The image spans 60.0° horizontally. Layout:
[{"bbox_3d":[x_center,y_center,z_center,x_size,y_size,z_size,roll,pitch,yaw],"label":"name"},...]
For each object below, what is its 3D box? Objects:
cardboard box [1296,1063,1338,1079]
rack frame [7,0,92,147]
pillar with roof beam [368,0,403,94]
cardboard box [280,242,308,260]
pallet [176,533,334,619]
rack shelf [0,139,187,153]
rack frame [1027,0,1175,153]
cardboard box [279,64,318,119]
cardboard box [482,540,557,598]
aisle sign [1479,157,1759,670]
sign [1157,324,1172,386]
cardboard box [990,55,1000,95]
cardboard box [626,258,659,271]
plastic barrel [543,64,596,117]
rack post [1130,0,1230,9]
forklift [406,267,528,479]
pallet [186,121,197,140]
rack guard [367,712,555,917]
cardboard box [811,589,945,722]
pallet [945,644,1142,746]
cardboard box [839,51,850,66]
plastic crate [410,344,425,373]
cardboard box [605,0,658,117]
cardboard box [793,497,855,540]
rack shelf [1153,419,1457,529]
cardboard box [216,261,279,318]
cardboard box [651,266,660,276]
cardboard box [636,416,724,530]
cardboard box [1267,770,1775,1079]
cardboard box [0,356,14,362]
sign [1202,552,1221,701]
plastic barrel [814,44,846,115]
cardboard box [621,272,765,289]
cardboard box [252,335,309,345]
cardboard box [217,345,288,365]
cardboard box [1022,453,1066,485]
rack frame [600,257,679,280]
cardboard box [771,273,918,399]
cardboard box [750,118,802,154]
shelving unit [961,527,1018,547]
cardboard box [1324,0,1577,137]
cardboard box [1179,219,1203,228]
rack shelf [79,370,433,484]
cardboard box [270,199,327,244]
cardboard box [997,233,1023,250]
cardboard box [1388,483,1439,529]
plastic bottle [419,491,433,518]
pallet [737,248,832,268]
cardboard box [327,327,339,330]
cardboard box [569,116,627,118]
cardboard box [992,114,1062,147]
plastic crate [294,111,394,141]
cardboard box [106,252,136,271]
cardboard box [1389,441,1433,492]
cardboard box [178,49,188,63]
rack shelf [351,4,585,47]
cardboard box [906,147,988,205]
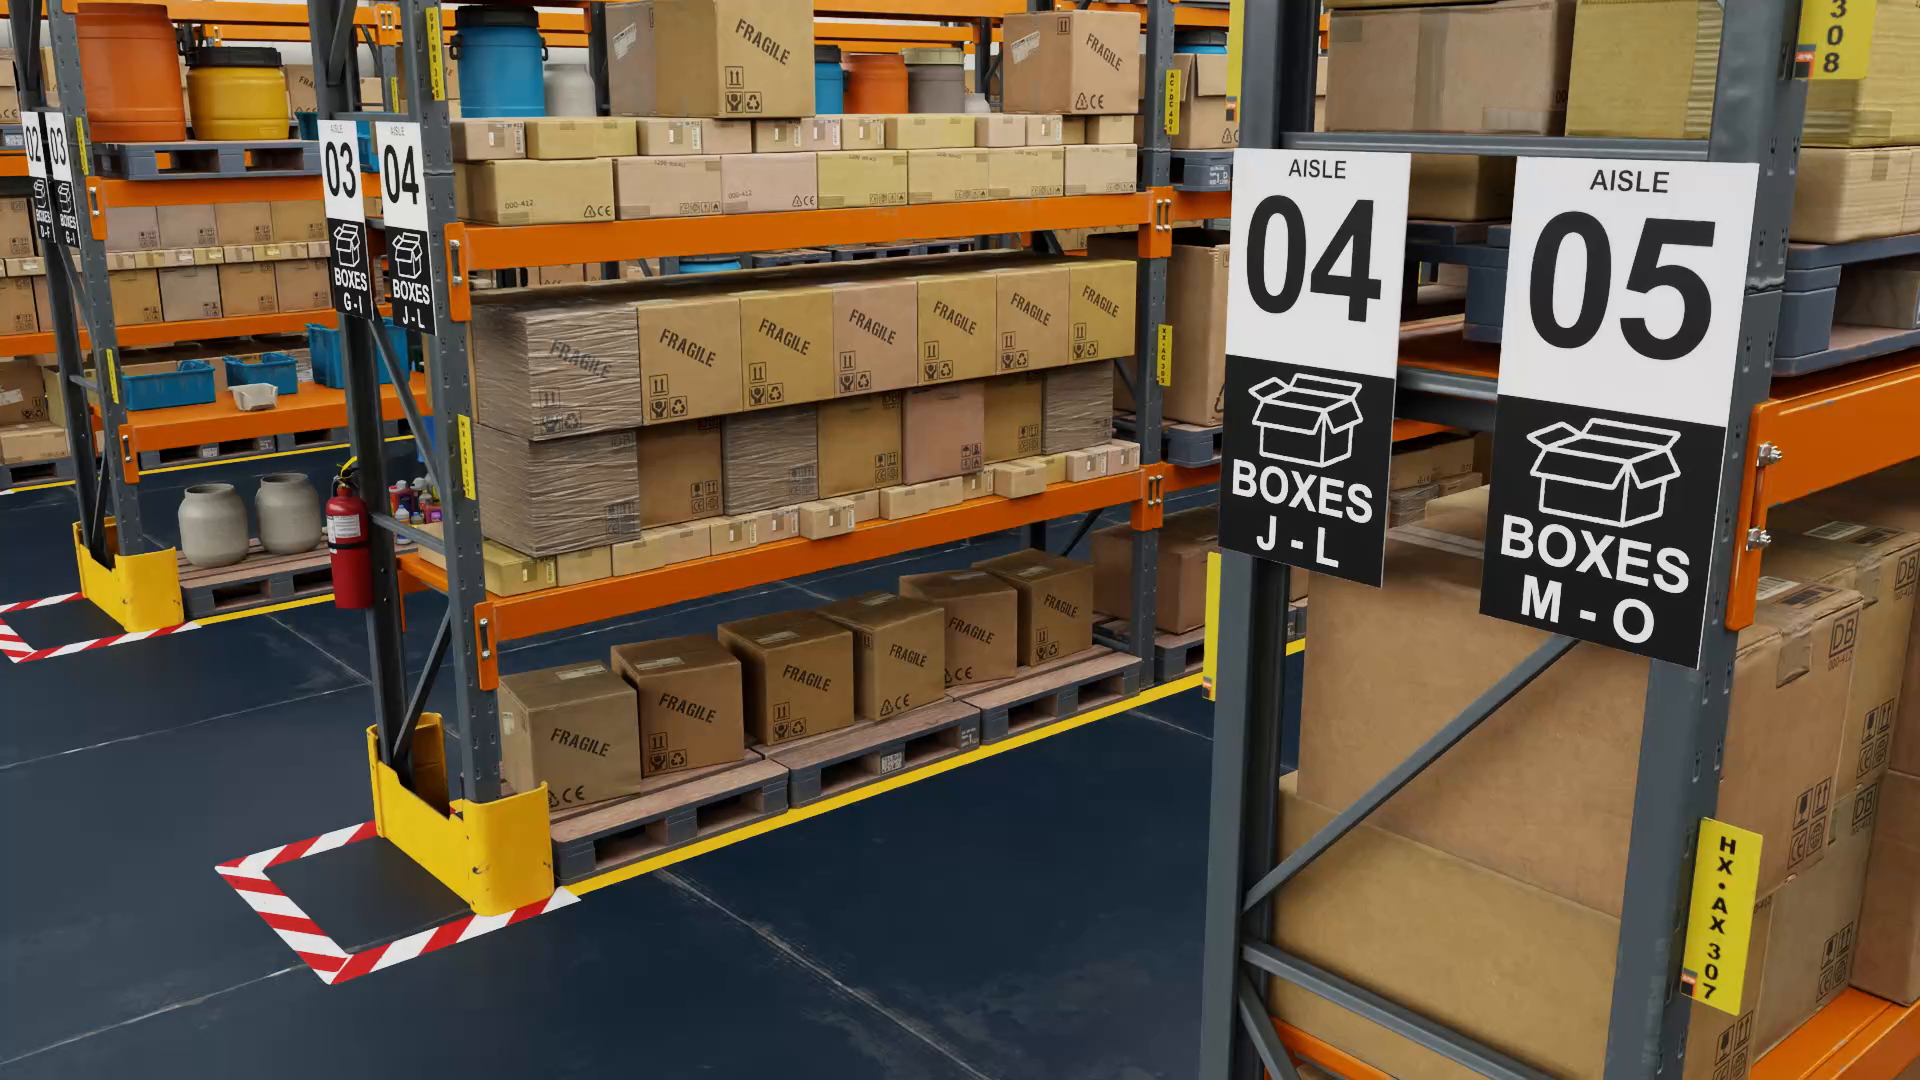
[{"bbox_3d":[1.372,1.669,3.992,0.875,0.875,0.875,-13,19,-39],"label":"cardboard box"},{"bbox_3d":[-5.527,-3.872,9.808,0.127,3.000,1.000,-13,19,-39],"label":"rack frame"},{"bbox_3d":[-4.718,-6.266,18.771,0.400,9.000,9.100,-13,19,-39],"label":"pillar with roof beam"},{"bbox_3d":[-6.404,-2.759,15.816,0.250,0.149,0.380,-13,20,-39],"label":"cardboard box"},{"bbox_3d":[-4.884,0.215,11.536,1.213,0.211,1.003,-13,19,-39],"label":"pallet"},{"bbox_3d":[-10.522,-4.343,18.777,4.000,0.370,1.077,-13,19,-39],"label":"rack shelf"},{"bbox_3d":[0.742,-3.585,8.735,0.127,3.000,1.000,-13,19,-39],"label":"rack frame"},{"bbox_3d":[-6.311,-4.350,16.132,0.500,0.500,0.500,-11,18,-35],"label":"cardboard box"},{"bbox_3d":[-1.904,0.110,7.012,0.250,0.149,0.380,-13,19,-39],"label":"cardboard box"},{"bbox_3d":[1.047,-0.212,2.694,0.004,0.787,0.394,-13,19,-39],"label":"aisle sign"},{"bbox_3d":[1.104,-1.001,9.007,0.005,0.325,0.100,-13,19,-39],"label":"sign"},{"bbox_3d":[0.619,-6.042,21.613,0.500,0.500,0.700,-13,19,-39],"label":"cardboard box"},{"bbox_3d":[-3.543,-3.137,18.854,0.500,0.311,0.500,-13,20,-40],"label":"cardboard box"},{"bbox_3d":[-2.963,-3.323,12.534,0.421,0.512,0.421,0,15,0],"label":"plastic barrel"},{"bbox_3d":[2.082,-5.296,16.107,0.954,0.300,0.937,-10,18,-33],"label":"rack post"},{"bbox_3d":[-4.508,-2.172,15.203,1.130,2.935,3.031,-5,16,-17],"label":"forklift"},{"bbox_3d":[-7.305,-3.667,15.027,1.213,0.211,1.003,-13,19,-39],"label":"pallet"},{"bbox_3d":[-2.218,1.185,7.343,0.348,0.500,1.175,-13,19,-39],"label":"rack guard"},{"bbox_3d":[-0.430,0.597,8.733,0.500,0.500,0.500,14,20,42],"label":"cardboard box"},{"bbox_3d":[0.258,0.781,9.417,1.213,0.211,1.003,-13,19,-39],"label":"pallet"},{"bbox_3d":[-1.638,-5.520,19.658,0.500,0.500,0.500,-13,19,-39],"label":"cardboard box"},{"bbox_3d":[-3.719,-1.374,12.491,0.662,0.188,0.450,-13,19,-39],"label":"plastic crate"},{"bbox_3d":[-1.272,-2.204,7.637,0.500,0.500,0.500,-13,19,-39],"label":"cardboard box"},{"bbox_3d":[-0.709,-0.125,7.893,0.250,0.149,0.380,-13,19,-39],"label":"cardboard box"},{"bbox_3d":[2.251,-0.678,10.871,4.000,0.370,1.077,-13,19,-39],"label":"rack shelf"},{"bbox_3d":[-6.863,-2.413,15.778,0.500,0.500,0.700,-12,19,-39],"label":"cardboard box"},{"bbox_3d":[-3.238,-2.966,18.529,0.250,0.149,0.380,-13,19,-39],"label":"cardboard box"},{"bbox_3d":[-1.544,-0.397,7.655,0.500,0.500,0.875,-13,19,-39],"label":"cardboard box"},{"bbox_3d":[1.154,0.829,3.542,0.550,0.550,0.875,-13,19,-39],"label":"cardboard box"},{"bbox_3d":[-11.019,-2.012,18.828,0.500,0.311,0.500,-11,18,-35],"label":"cardboard box"},{"bbox_3d":[0.558,0.192,3.518,0.005,0.325,0.100,-13,19,-39],"label":"sign"},{"bbox_3d":[-1.281,-3.693,13.978,0.708,0.901,0.600,-13,19,-39],"label":"plastic barrel"},{"bbox_3d":[-1.271,-0.996,7.958,0.500,0.500,0.500,-13,19,-39],"label":"cardboard box"},{"bbox_3d":[-6.686,-1.749,16.547,0.500,0.500,0.500,-13,19,-39],"label":"cardboard box"},{"bbox_3d":[-6.724,-1.564,15.854,0.500,0.500,0.500,-13,19,-39],"label":"cardboard box"},{"bbox_3d":[0.350,-0.401,8.925,0.250,0.149,0.380,-13,19,-39],"label":"cardboard box"},{"bbox_3d":[-2.509,-1.651,13.119,0.127,3.000,1.000,-13,19,-39],"label":"rack frame"},{"bbox_3d":[-0.551,-0.979,7.894,0.500,0.500,0.500,-13,19,-39],"label":"cardboard box"},{"bbox_3d":[-0.913,-1.794,7.360,0.250,0.149,0.380,-14,20,-42],"label":"cardboard box"},{"bbox_3d":[0.125,-1.042,12.584,0.503,2.100,0.431,-13,19,-39],"label":"shelving unit"},{"bbox_3d":[1.090,-0.936,3.334,0.500,0.250,0.500,-12,19,-39],"label":"cardboard box"},{"bbox_3d":[3.135,-4.568,23.847,0.500,0.500,0.500,-12,19,-38],"label":"cardboard box"},{"bbox_3d":[-4.018,-0.965,11.944,4.000,0.370,1.077,-13,19,-39],"label":"rack shelf"},{"bbox_3d":[-6.469,-3.129,15.944,0.500,0.500,0.700,-13,20,-39],"label":"cardboard box"},{"bbox_3d":[0.840,-4.053,21.917,0.500,0.500,0.500,-12,19,-38],"label":"cardboard box"},{"bbox_3d":[2.857,-0.156,11.511,0.700,0.500,0.500,14,20,42],"label":"cardboard box"},{"bbox_3d":[-4.021,-0.270,12.520,0.097,0.201,0.097,0,15,0],"label":"plastic bottle"},{"bbox_3d":[-2.275,-3.330,19.774,1.003,0.211,1.213,-13,19,-39],"label":"pallet"},{"bbox_3d":[-8.112,-2.810,21.449,0.500,0.500,0.700,-13,20,-40],"label":"cardboard box"},{"bbox_3d":[-1.690,-1.823,7.466,0.250,0.149,0.380,-13,19,-39],"label":"cardboard box"},{"bbox_3d":[0.292,-2.058,8.348,0.250,0.149,0.380,-14,20,-42],"label":"cardboard box"},{"bbox_3d":[-4.286,-2.797,11.626,0.575,0.384,0.392,-13,19,-39],"label":"plastic crate"},{"bbox_3d":[-7.561,-2.500,14.846,0.250,0.149,0.380,-14,20,-41],"label":"cardboard box"},{"bbox_3d":[2.880,-0.521,11.425,0.500,0.250,0.500,-10,18,-33],"label":"cardboard box"},{"bbox_3d":[-9.213,-5.432,19.293,0.500,0.500,0.500,14,20,42],"label":"cardboard box"},{"bbox_3d":[-4.249,-5.313,17.370,4.000,0.370,1.077,-13,19,-39],"label":"rack shelf"},{"bbox_3d":[-0.212,-1.762,8.012,0.500,0.250,0.500,-13,20,-40],"label":"cardboard box"}]
